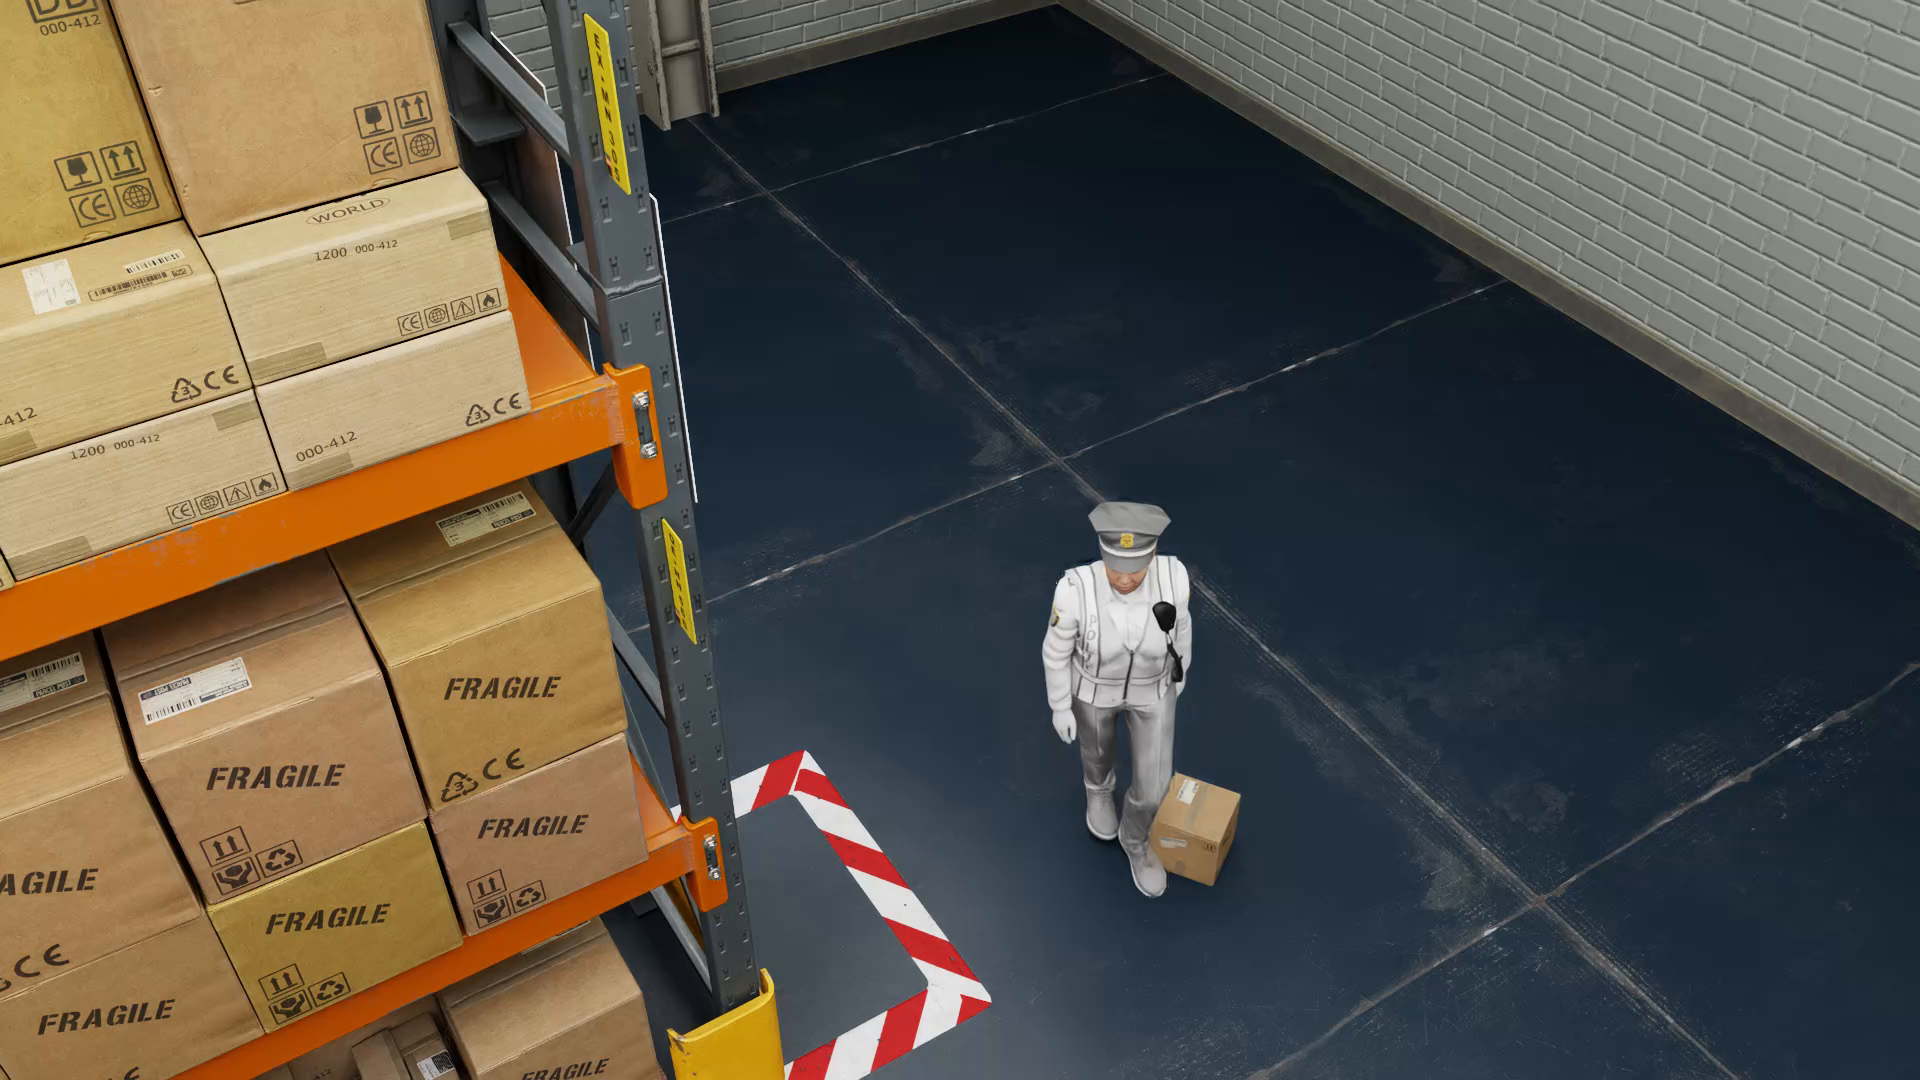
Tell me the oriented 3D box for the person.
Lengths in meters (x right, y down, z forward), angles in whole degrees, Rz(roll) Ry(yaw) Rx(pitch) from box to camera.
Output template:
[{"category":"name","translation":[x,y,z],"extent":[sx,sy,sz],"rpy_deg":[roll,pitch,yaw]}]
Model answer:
[{"category":"person","translation":[0.522,0.486,5.592],"extent":[0.512,1.700,0.521],"rpy_deg":[0,41,0]}]
